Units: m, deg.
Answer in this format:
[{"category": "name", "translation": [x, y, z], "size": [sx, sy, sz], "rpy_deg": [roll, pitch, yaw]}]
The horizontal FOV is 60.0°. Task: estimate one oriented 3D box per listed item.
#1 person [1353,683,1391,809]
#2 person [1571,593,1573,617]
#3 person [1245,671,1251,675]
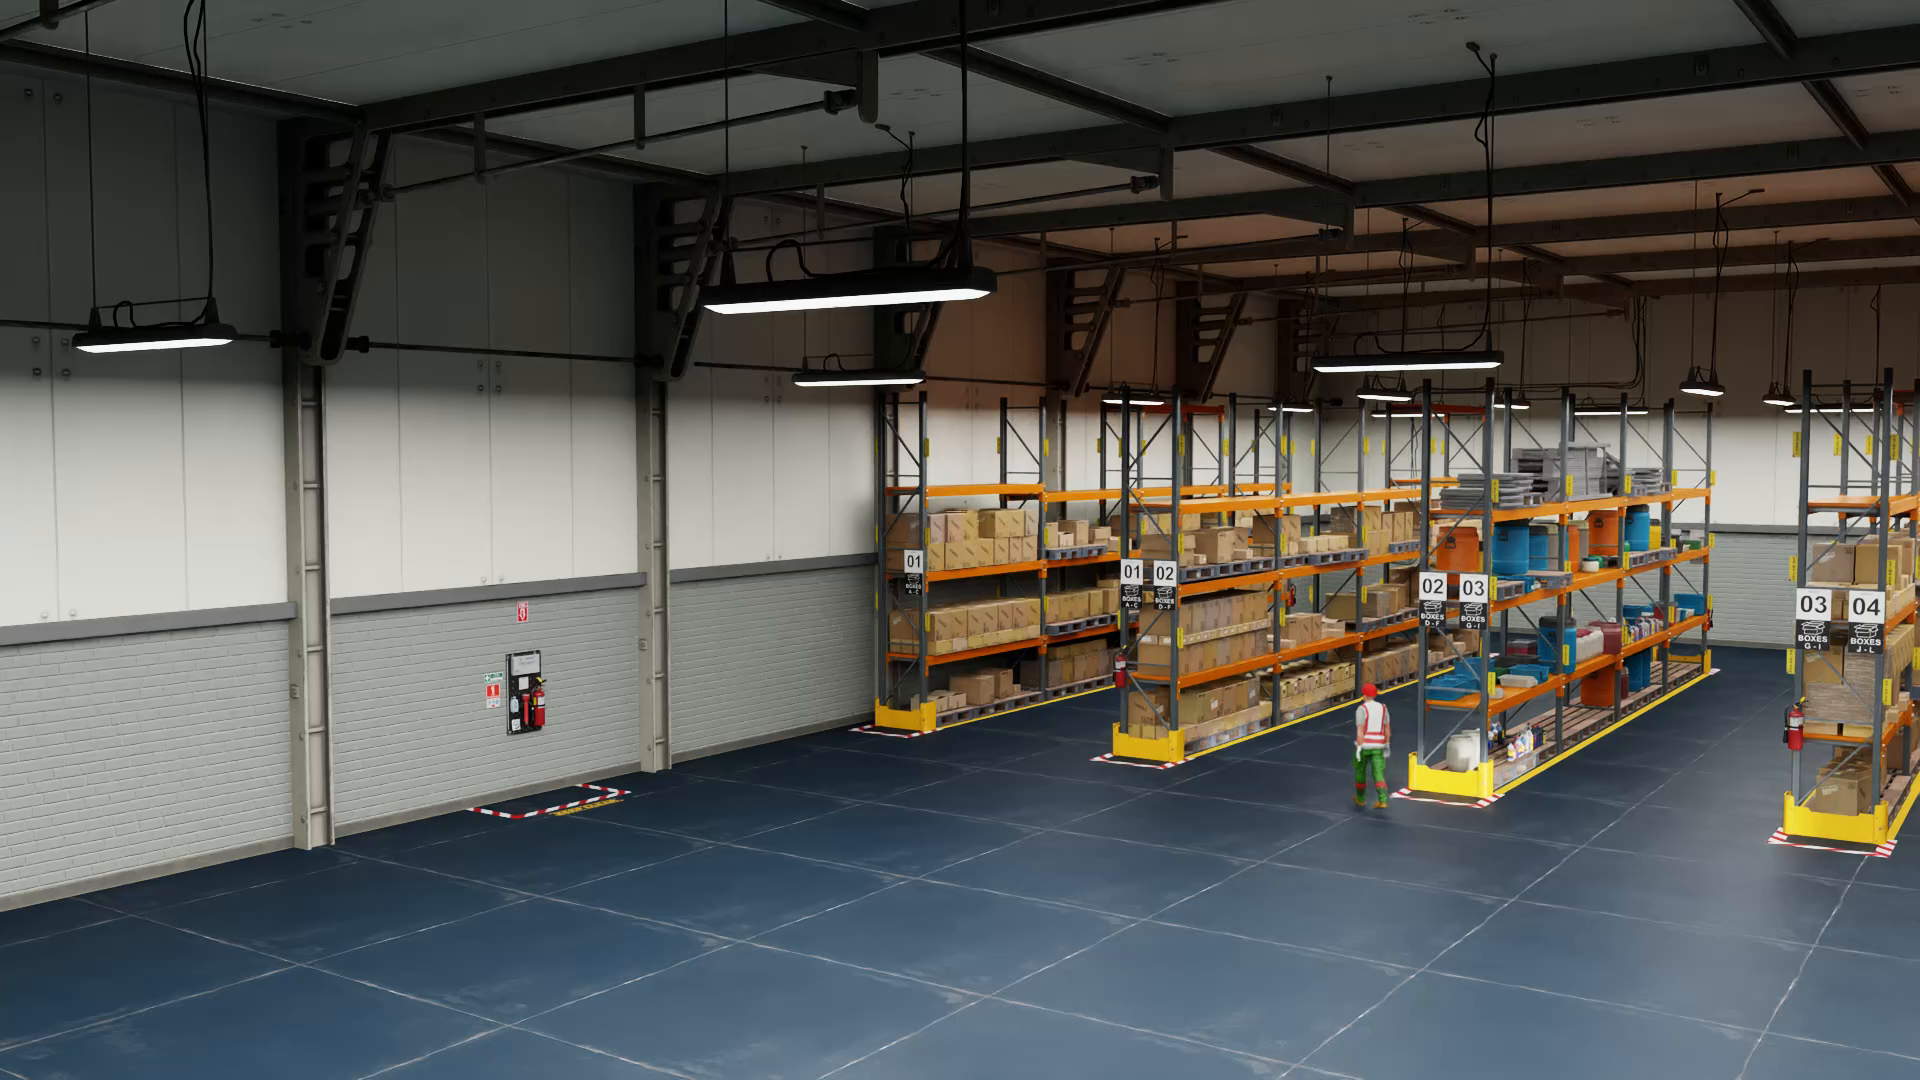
[{"category": "person", "translation": [5.713, 2.858, 22.995], "size": [0.532, 1.752, 1.026], "rpy_deg": [0, 3, -1]}, {"category": "person", "translation": [13.843, 2.004, 38.151], "size": [0.471, 1.766, 0.616], "rpy_deg": [0, 3, 8]}, {"category": "person", "translation": [5.889, 2.302, 34.461], "size": [0.598, 1.583, 0.699], "rpy_deg": [3, 4, 43]}]
